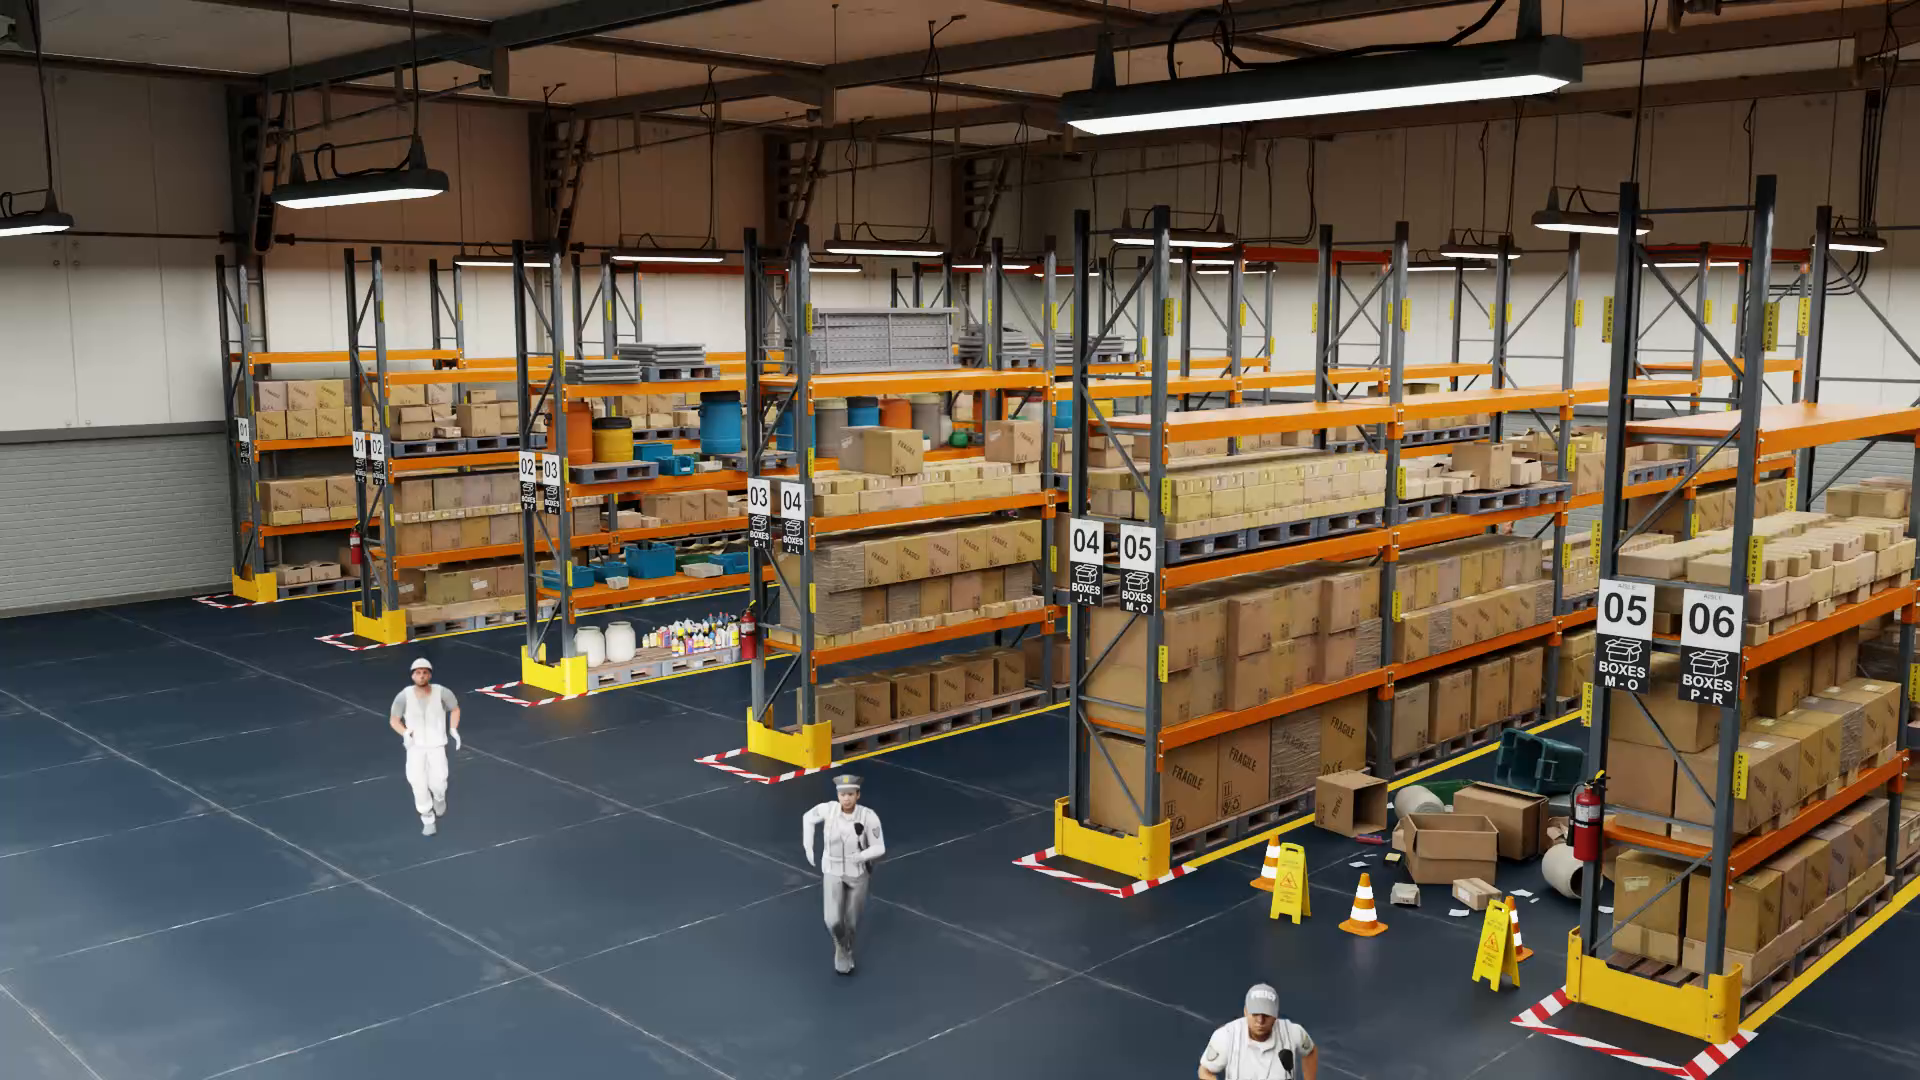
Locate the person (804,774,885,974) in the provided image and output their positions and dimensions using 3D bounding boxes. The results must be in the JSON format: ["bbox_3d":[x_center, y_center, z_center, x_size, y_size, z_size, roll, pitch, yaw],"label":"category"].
[{"bbox_3d":[-0.886,2.551,12.665,0.645,1.642,0.741,0,8,1],"label":"person"}]

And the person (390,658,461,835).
[{"bbox_3d":[-5.216,2.017,16.242,0.655,1.742,0.592,-2,8,-16],"label":"person"}]

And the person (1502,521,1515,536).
[{"bbox_3d":[8.934,0.481,27.275,0.571,1.618,0.958,5,10,33],"label":"person"}]

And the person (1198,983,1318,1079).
[{"bbox_3d":[1.575,3.117,8.835,0.628,1.676,0.984,1,8,10],"label":"person"}]
